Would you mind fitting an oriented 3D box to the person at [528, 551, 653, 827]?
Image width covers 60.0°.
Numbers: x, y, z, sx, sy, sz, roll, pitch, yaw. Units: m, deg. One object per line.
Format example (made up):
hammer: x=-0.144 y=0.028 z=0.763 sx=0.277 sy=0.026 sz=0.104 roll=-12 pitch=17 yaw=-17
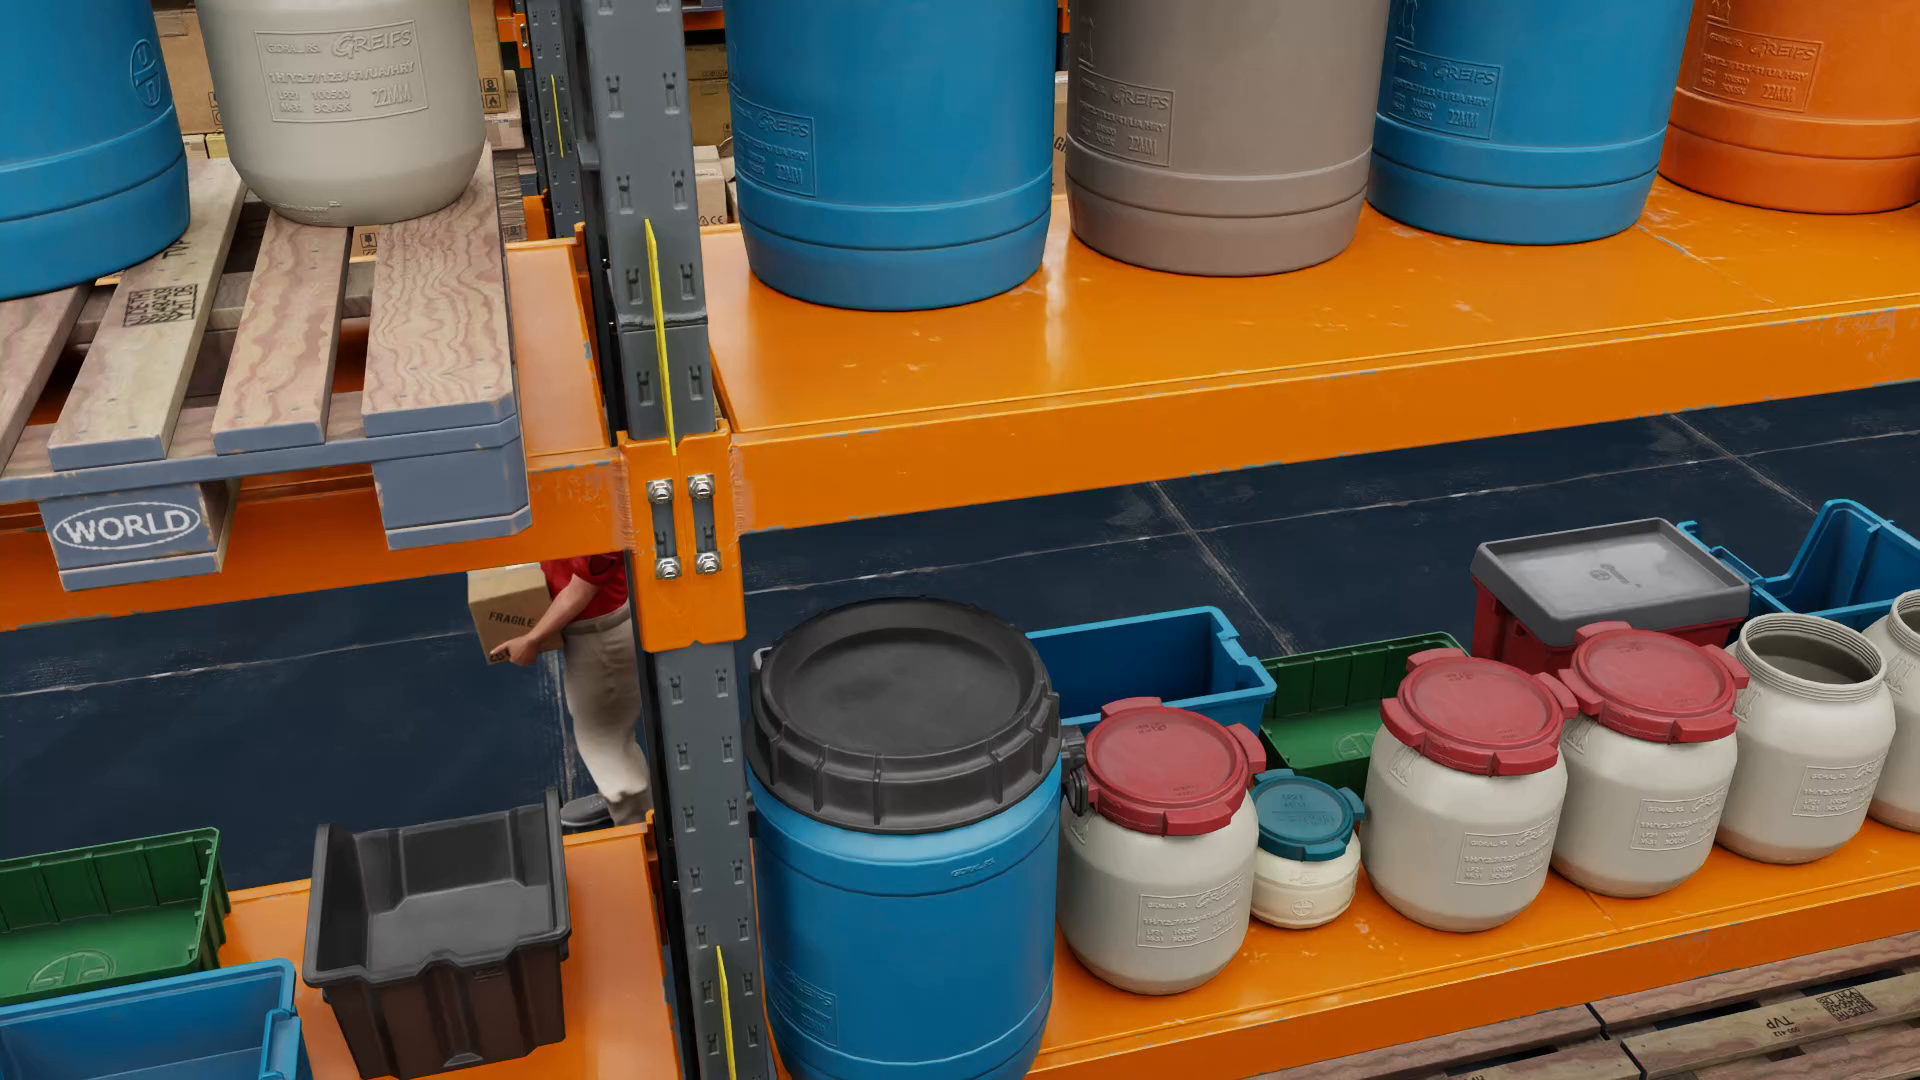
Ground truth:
person: x=-1.233 y=0.318 z=5.587 sx=0.431 sy=1.733 sz=0.539 roll=-8 pitch=31 yaw=-14
